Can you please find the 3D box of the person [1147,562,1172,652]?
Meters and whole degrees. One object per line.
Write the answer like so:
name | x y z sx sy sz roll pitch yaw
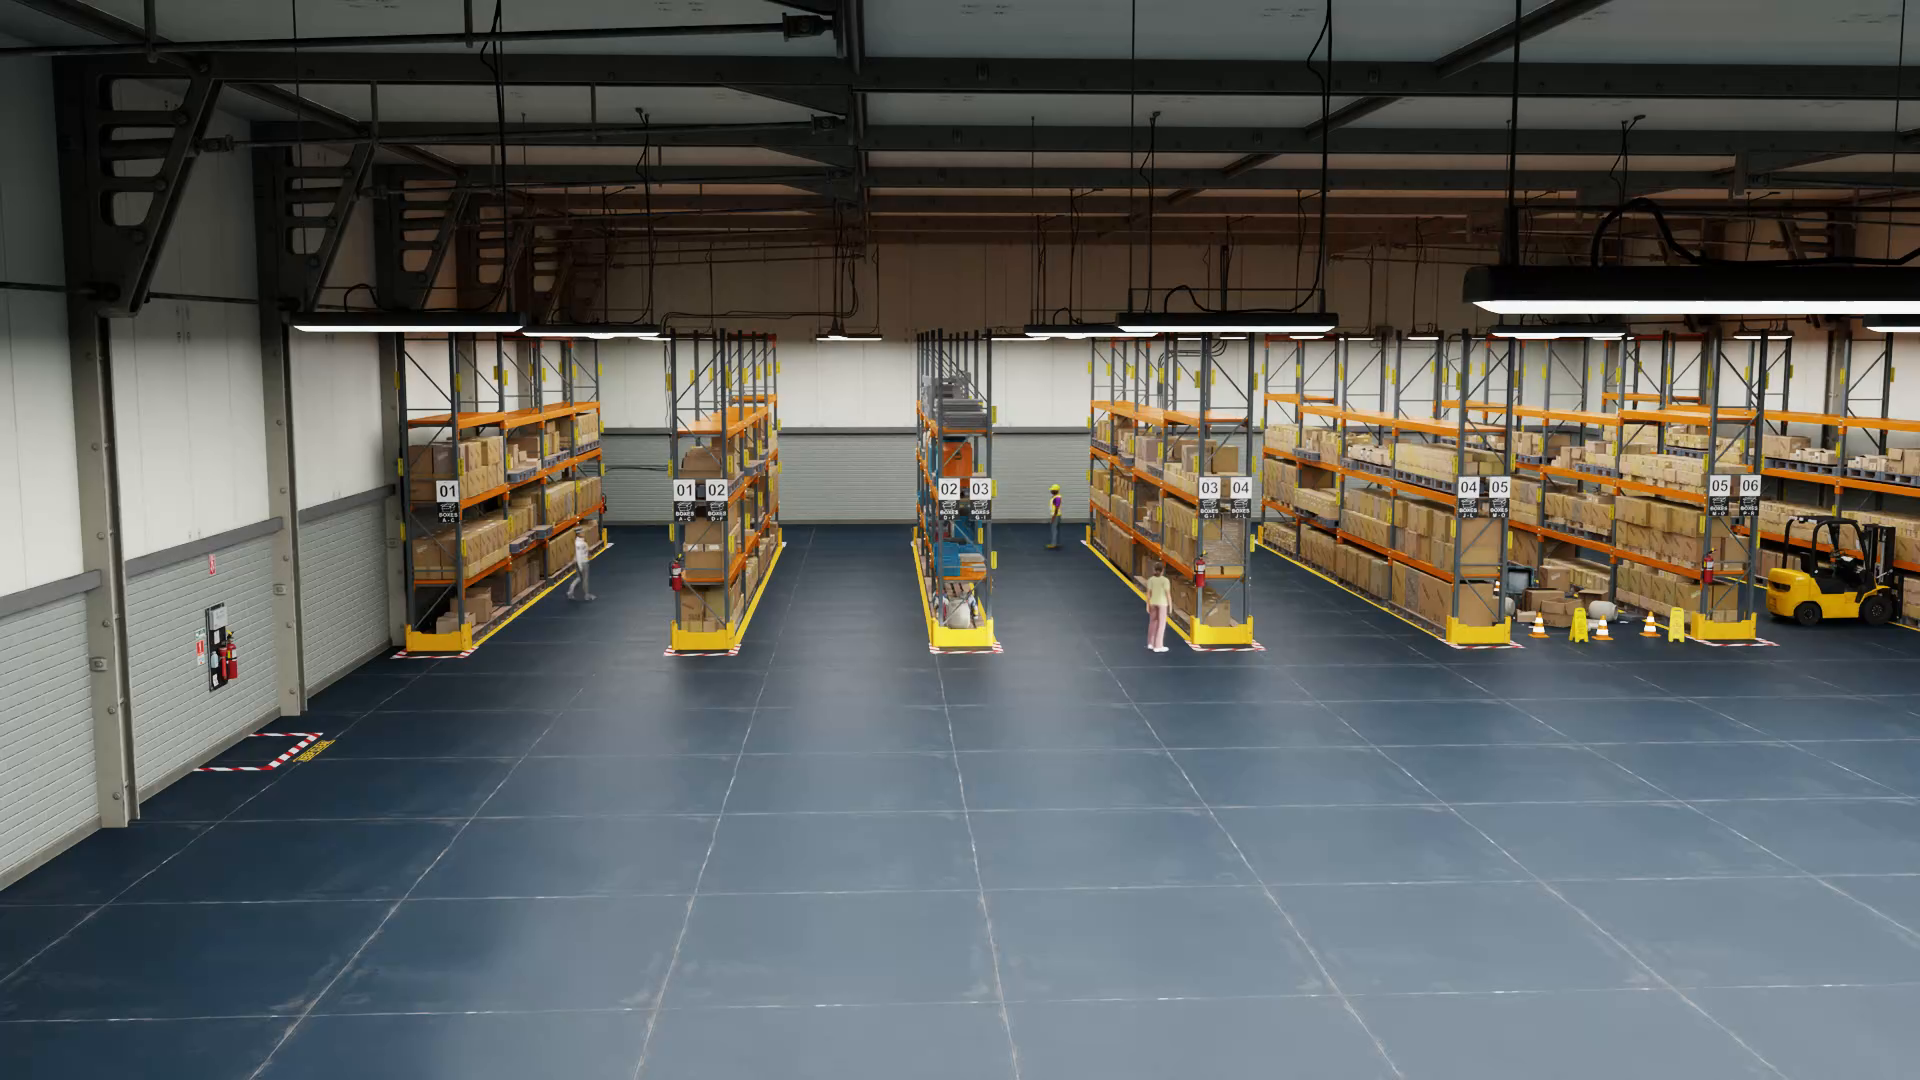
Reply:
person | 3.745 1.245 31.109 0.544 1.686 0.483 5 8 35

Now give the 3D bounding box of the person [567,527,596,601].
person | -8.476 0.522 37.149 0.645 1.669 0.456 -4 8 -33

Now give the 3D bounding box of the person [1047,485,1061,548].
person | 2.634 -0.669 46.779 0.410 1.776 0.621 0 7 0
